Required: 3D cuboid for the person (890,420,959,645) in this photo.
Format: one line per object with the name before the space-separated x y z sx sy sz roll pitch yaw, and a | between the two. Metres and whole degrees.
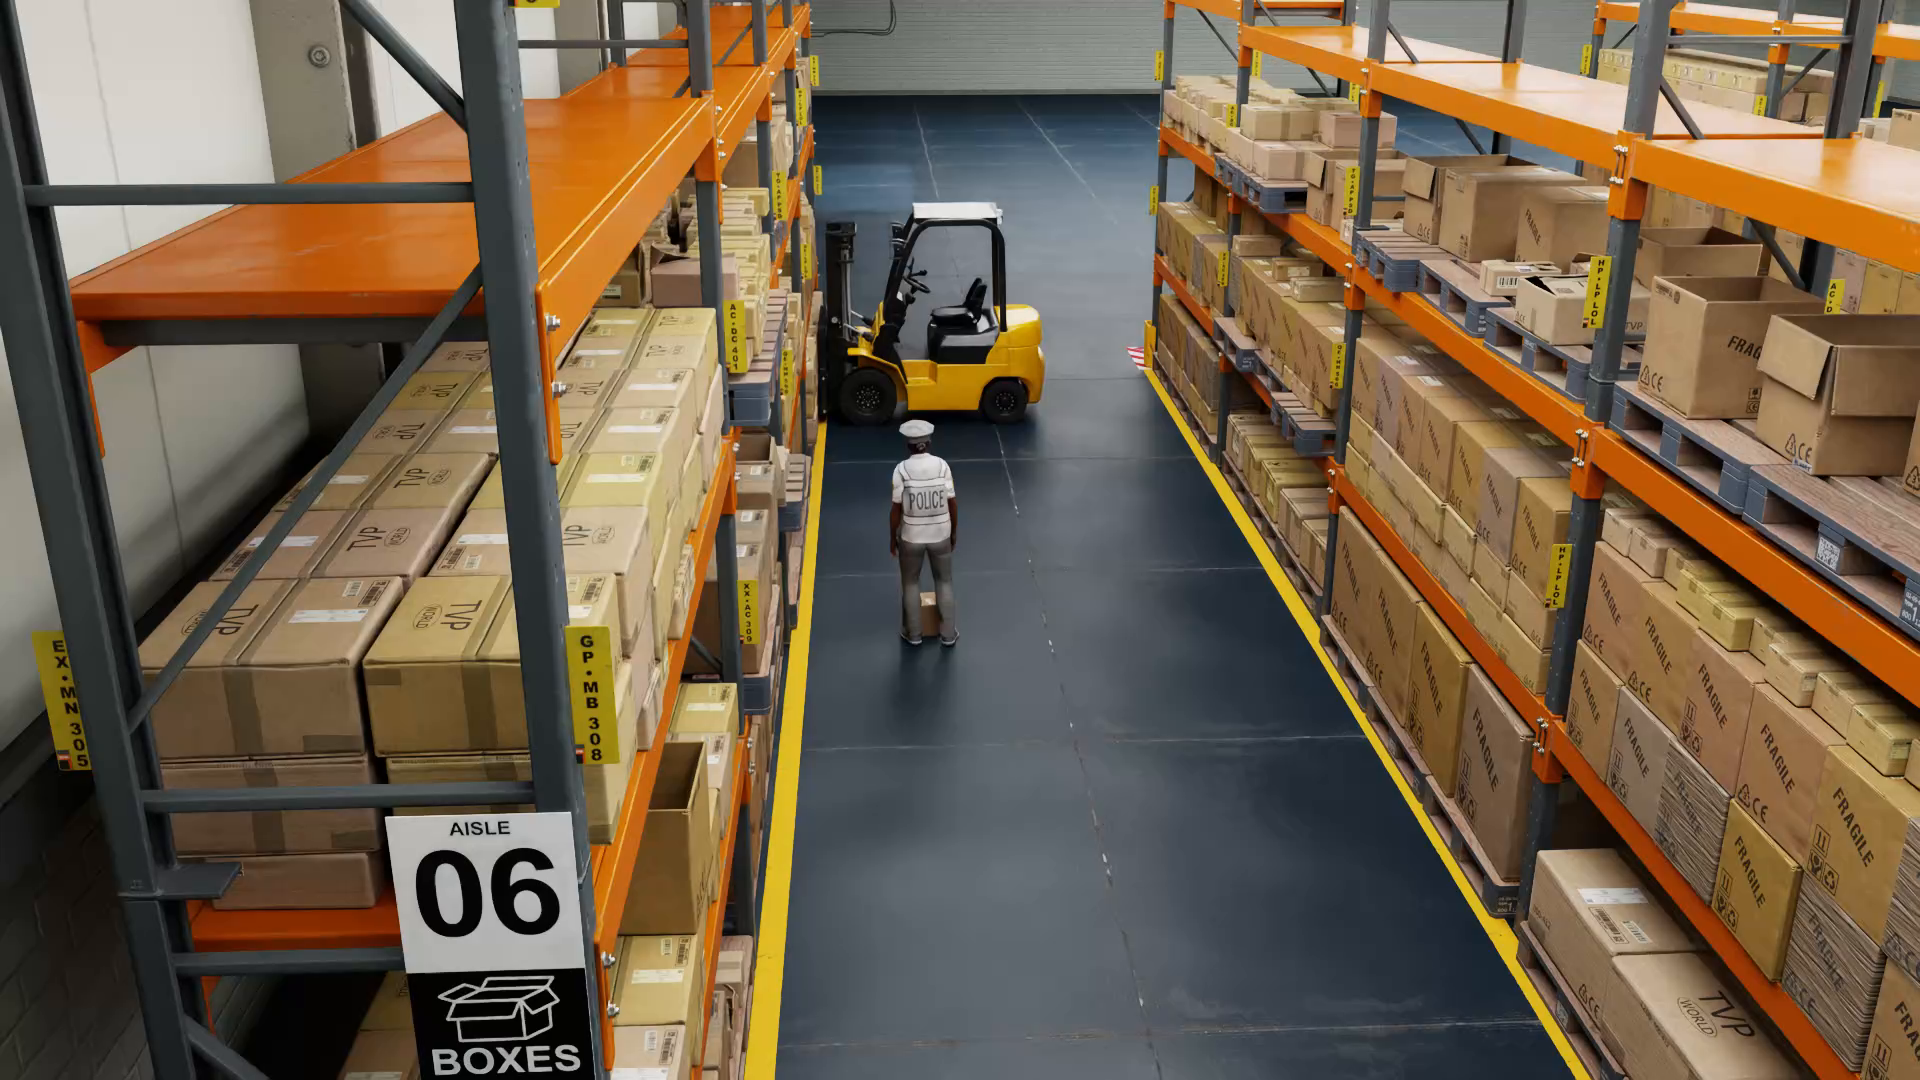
person | -0.254 -0.029 11.975 0.525 1.658 0.427 -4 21 -11
